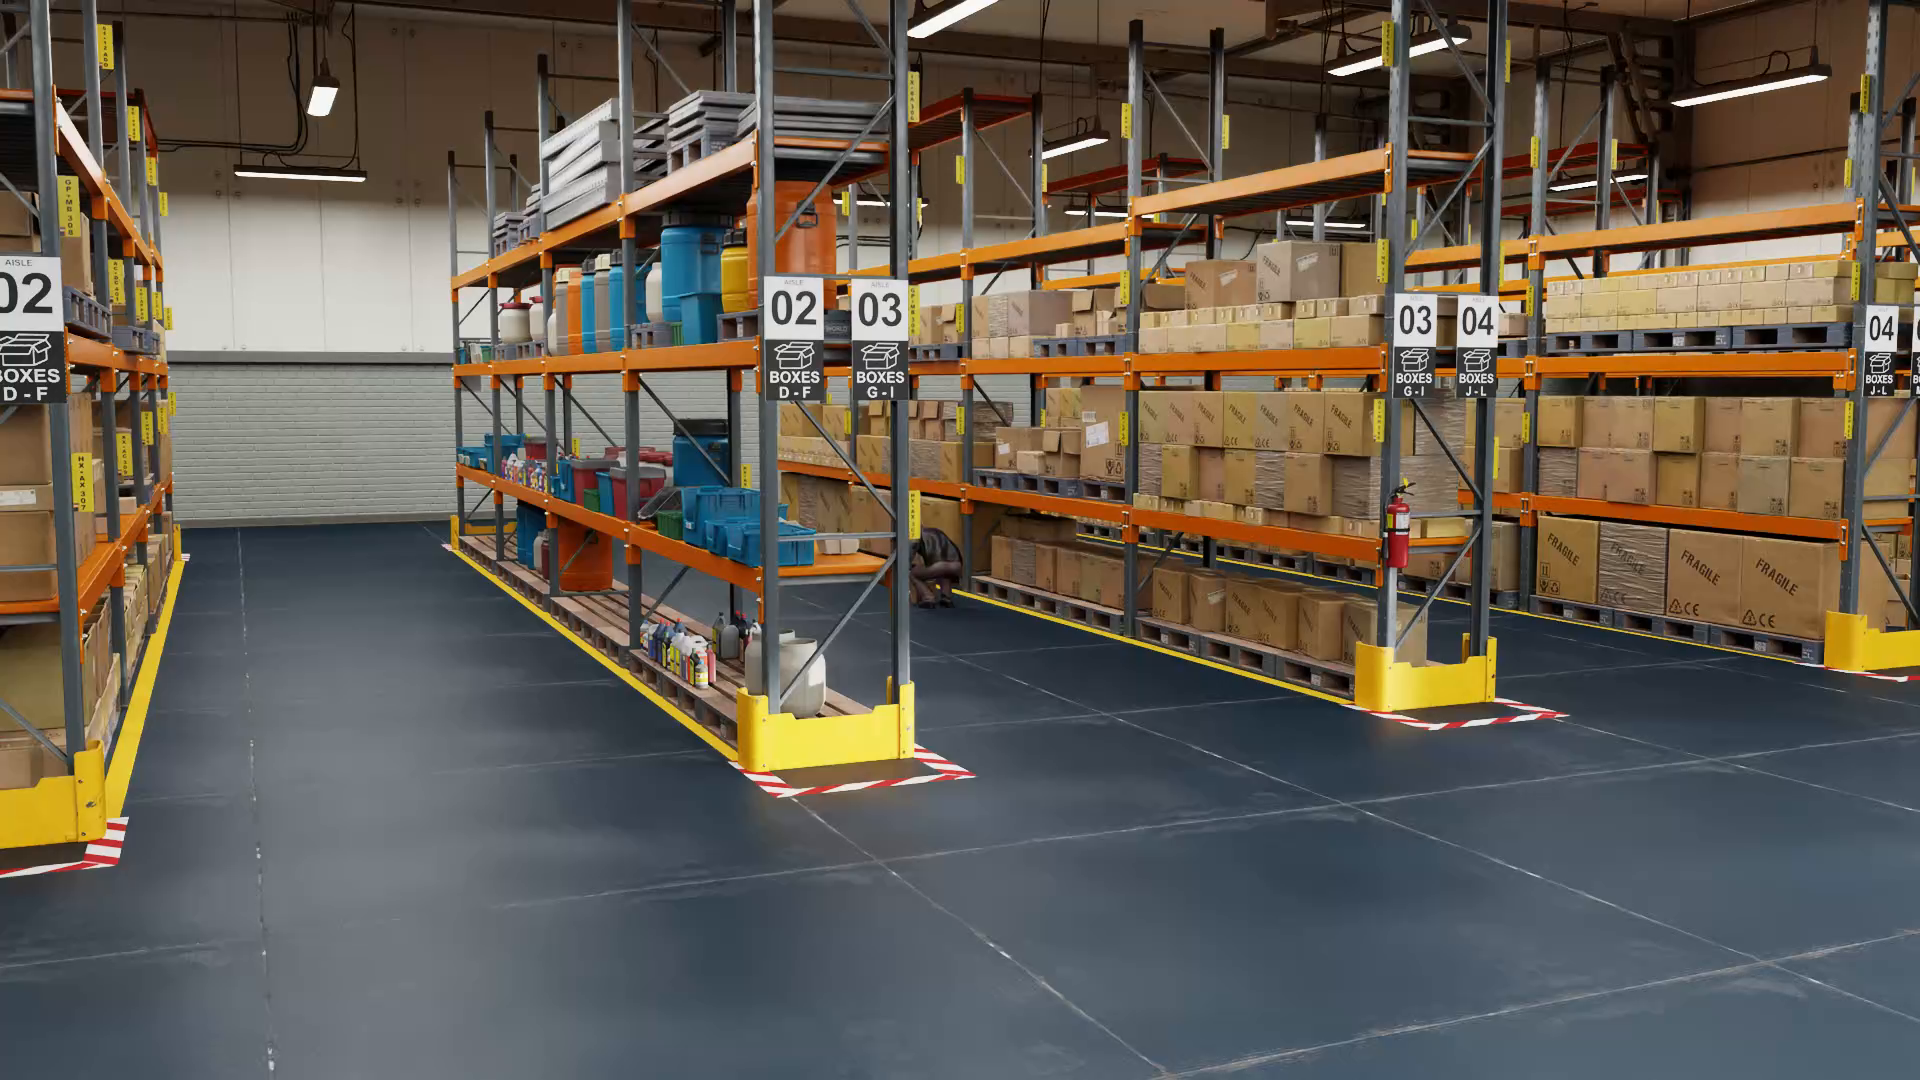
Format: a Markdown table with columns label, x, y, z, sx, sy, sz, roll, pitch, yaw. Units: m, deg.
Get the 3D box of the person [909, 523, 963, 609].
| label | x | y | z | sx | sy | sz | roll | pitch | yaw |
| --- | --- | --- | --- | --- | --- | --- | --- | --- | --- |
| person | -0.328 | 0.287 | 18.876 | 0.533 | 0.942 | 0.865 | -2 | 6 | -24 |
